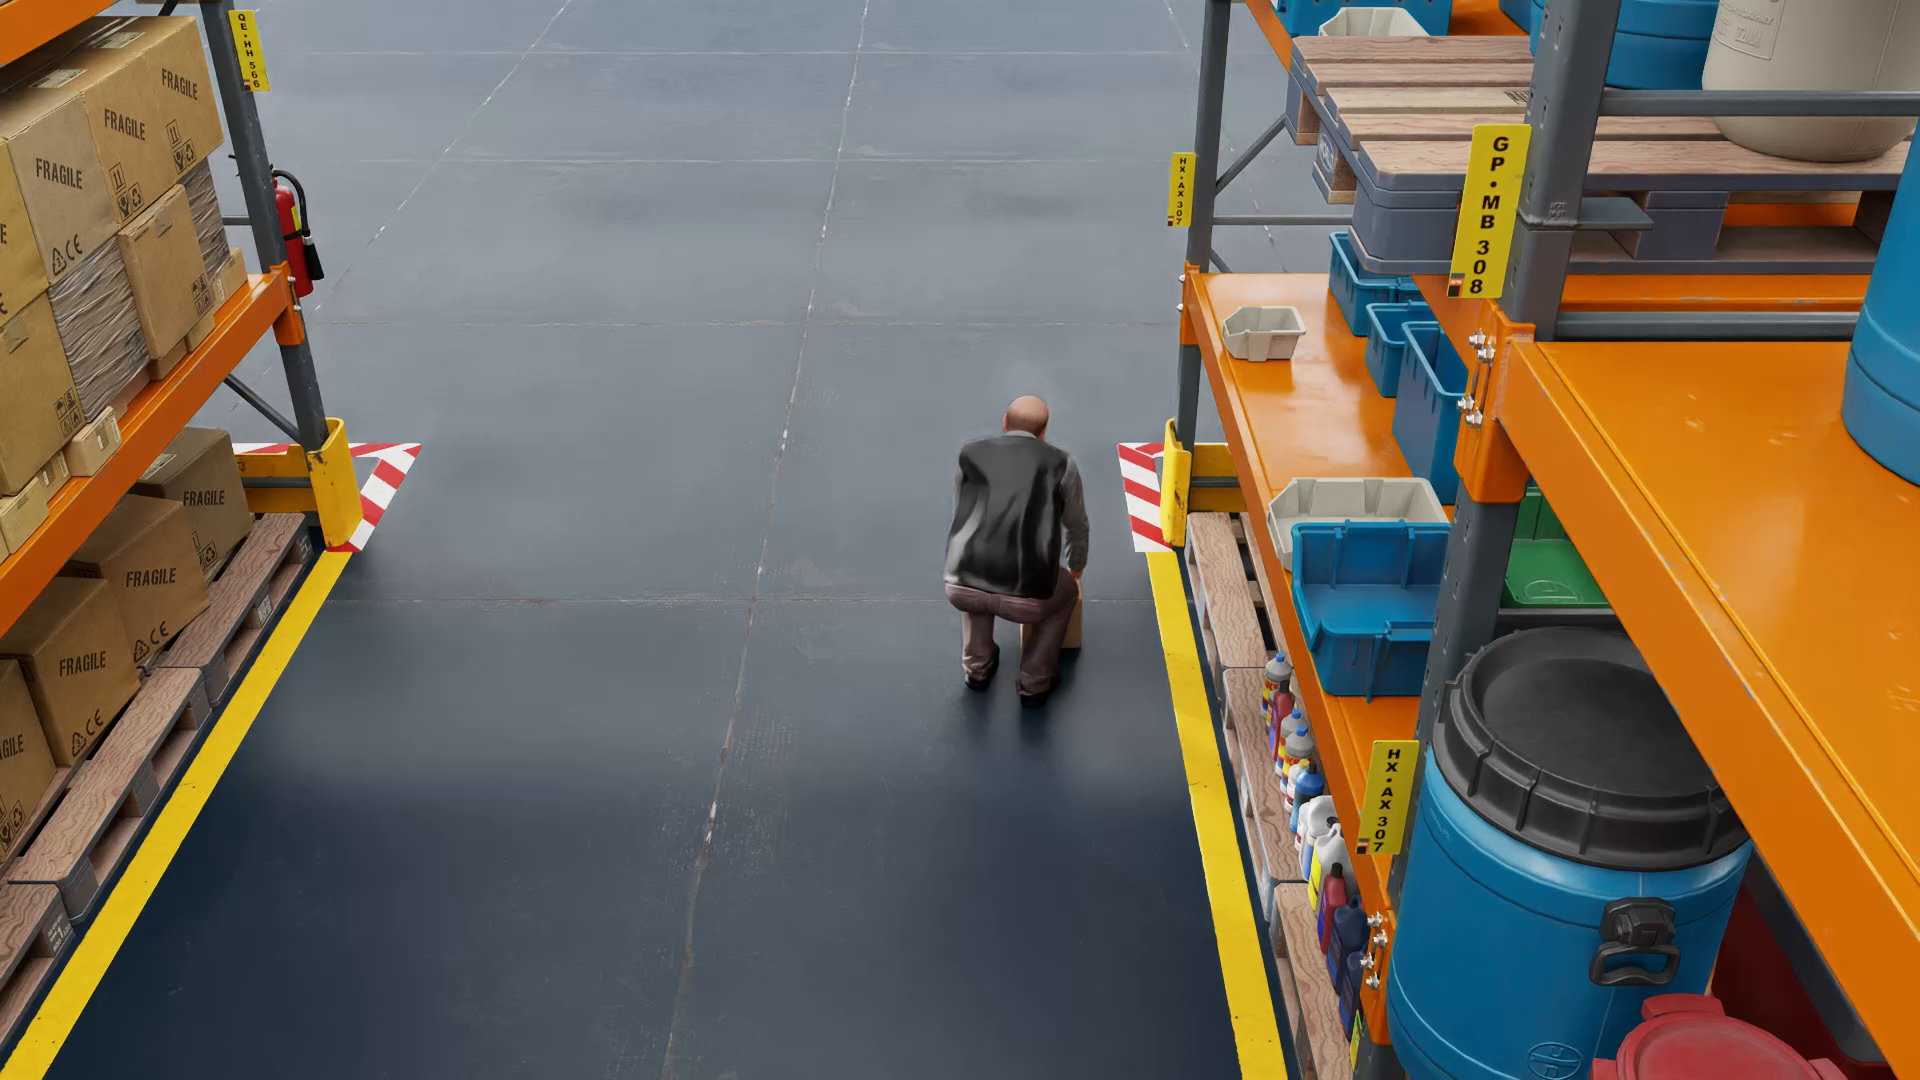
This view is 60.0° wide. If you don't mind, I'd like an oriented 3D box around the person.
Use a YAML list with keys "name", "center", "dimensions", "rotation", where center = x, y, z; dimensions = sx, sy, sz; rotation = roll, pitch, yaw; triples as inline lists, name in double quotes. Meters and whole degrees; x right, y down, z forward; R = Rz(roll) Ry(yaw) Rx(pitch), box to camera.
- name: "person"
  center: [0.193, 0.067, 6.638]
  dimensions: [0.563, 1.111, 0.830]
  rotation: [10, 33, 16]
